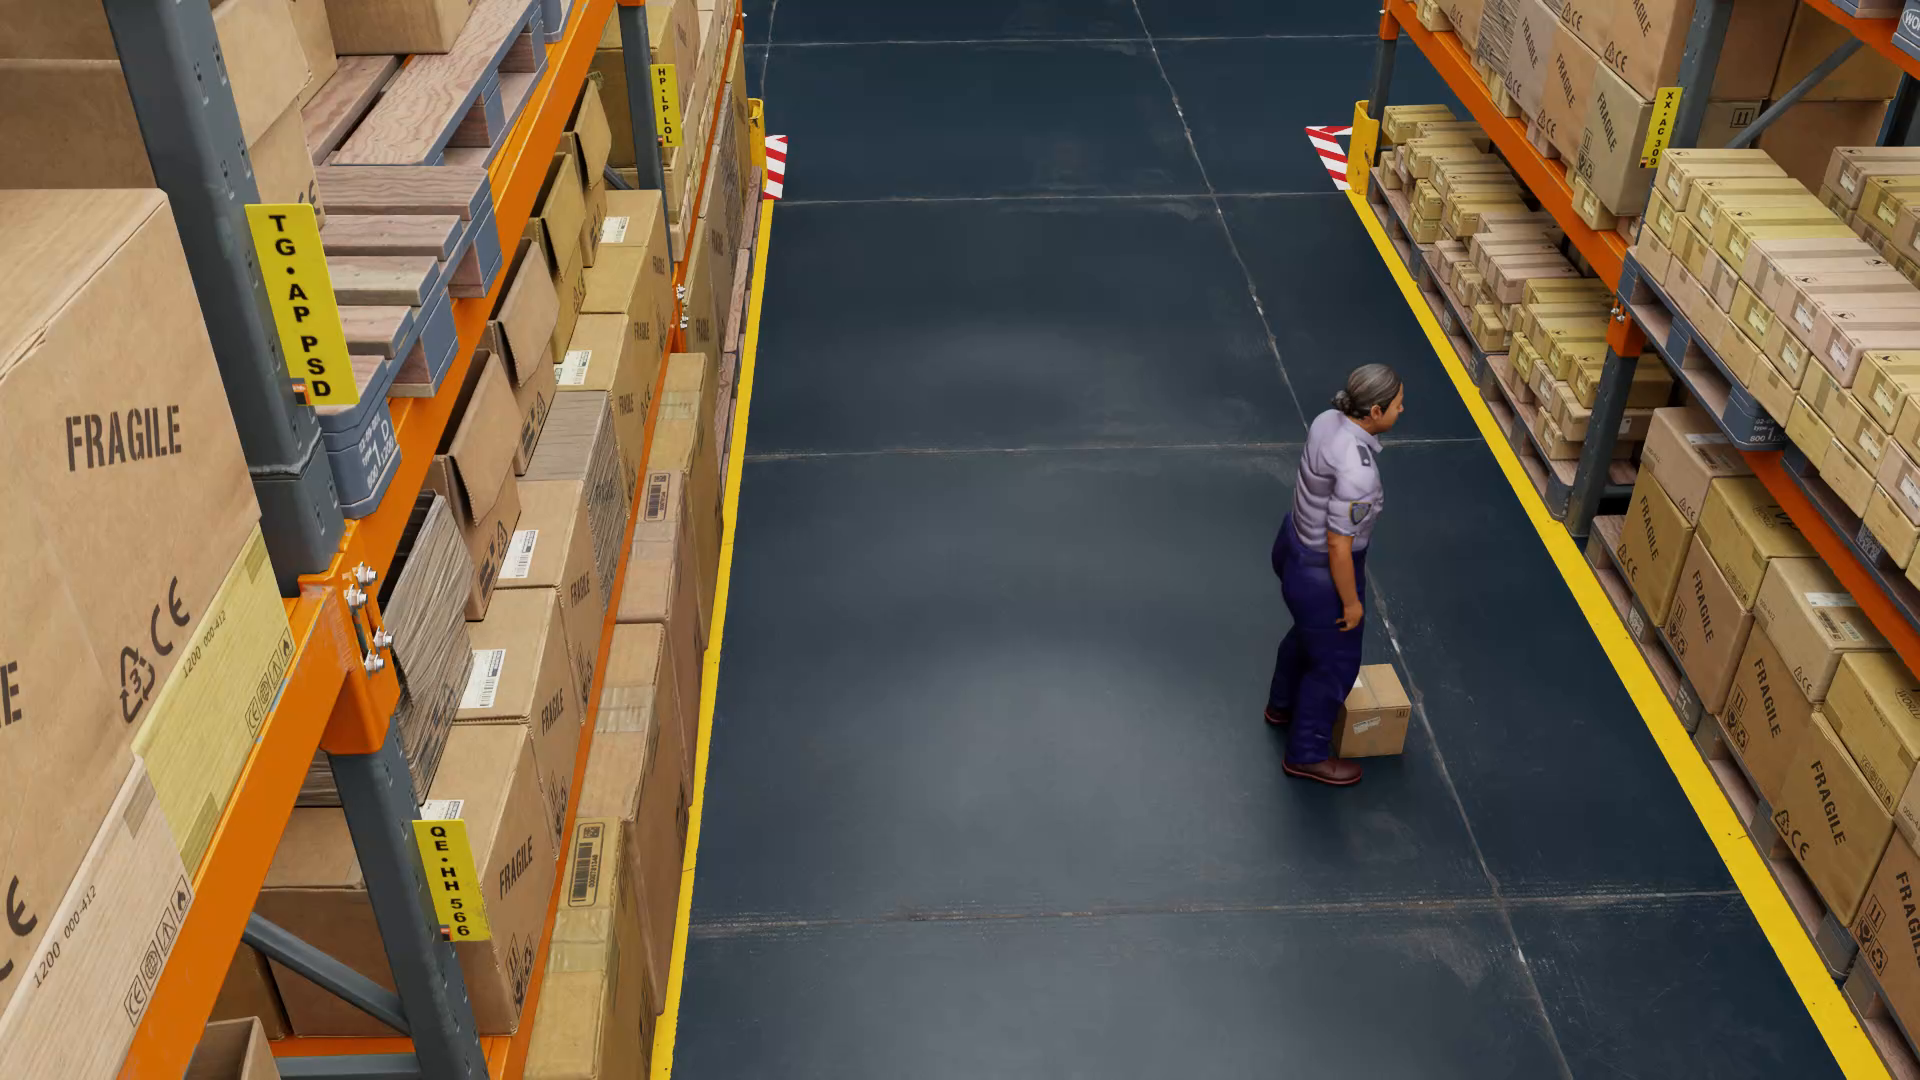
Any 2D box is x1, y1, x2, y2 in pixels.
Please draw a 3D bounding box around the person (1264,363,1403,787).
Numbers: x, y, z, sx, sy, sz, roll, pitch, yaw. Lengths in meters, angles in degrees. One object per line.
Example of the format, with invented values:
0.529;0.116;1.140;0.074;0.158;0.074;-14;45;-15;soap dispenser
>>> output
1.340;0.106;6.003;0.354;1.652;0.537;-1;35;-2;person
